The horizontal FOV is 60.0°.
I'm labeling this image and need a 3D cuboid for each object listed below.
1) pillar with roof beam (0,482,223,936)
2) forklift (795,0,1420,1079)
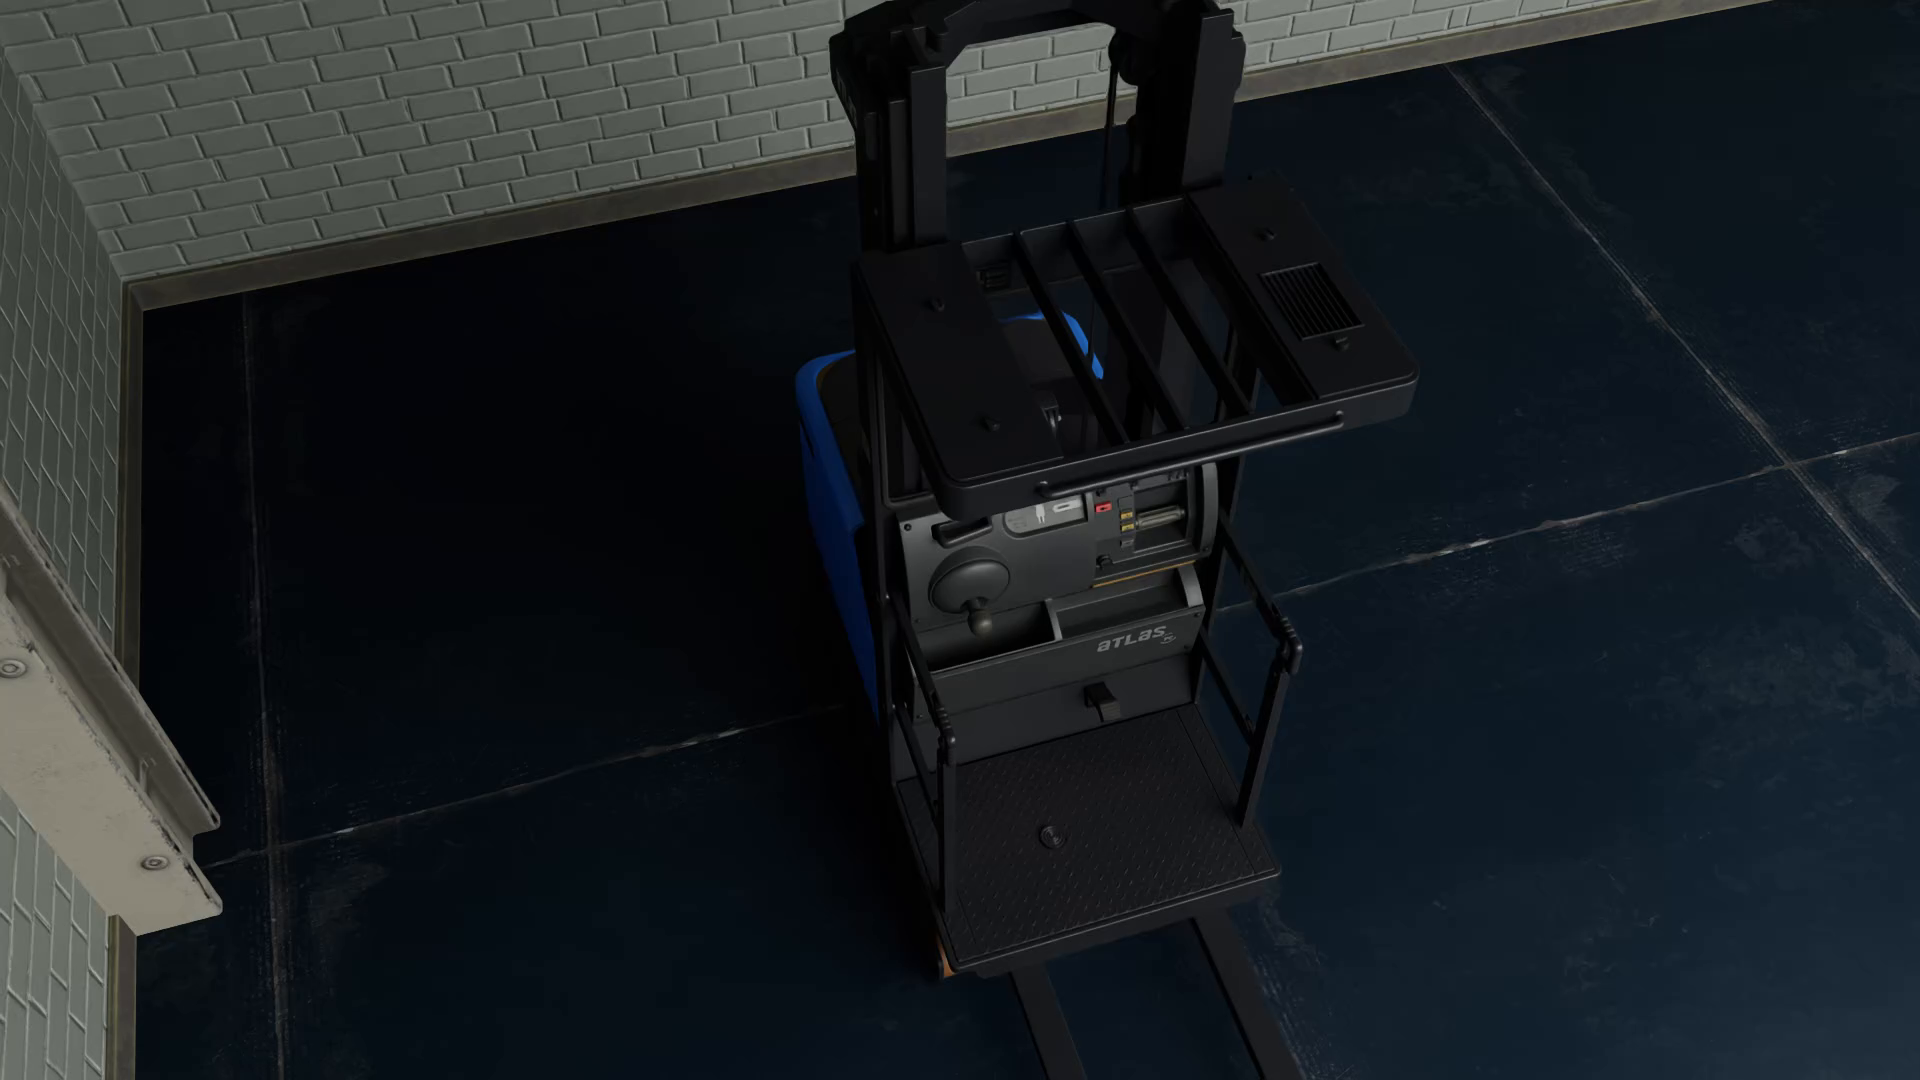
[{"bbox_3d":[1.467,-2.749,2.971,9.100,9.000,0.400,-13,51,-11],"label":"pillar with roof beam"},{"bbox_3d":[0.352,0.103,4.536,1.130,2.935,3.031,-14,51,-11],"label":"forklift"}]
